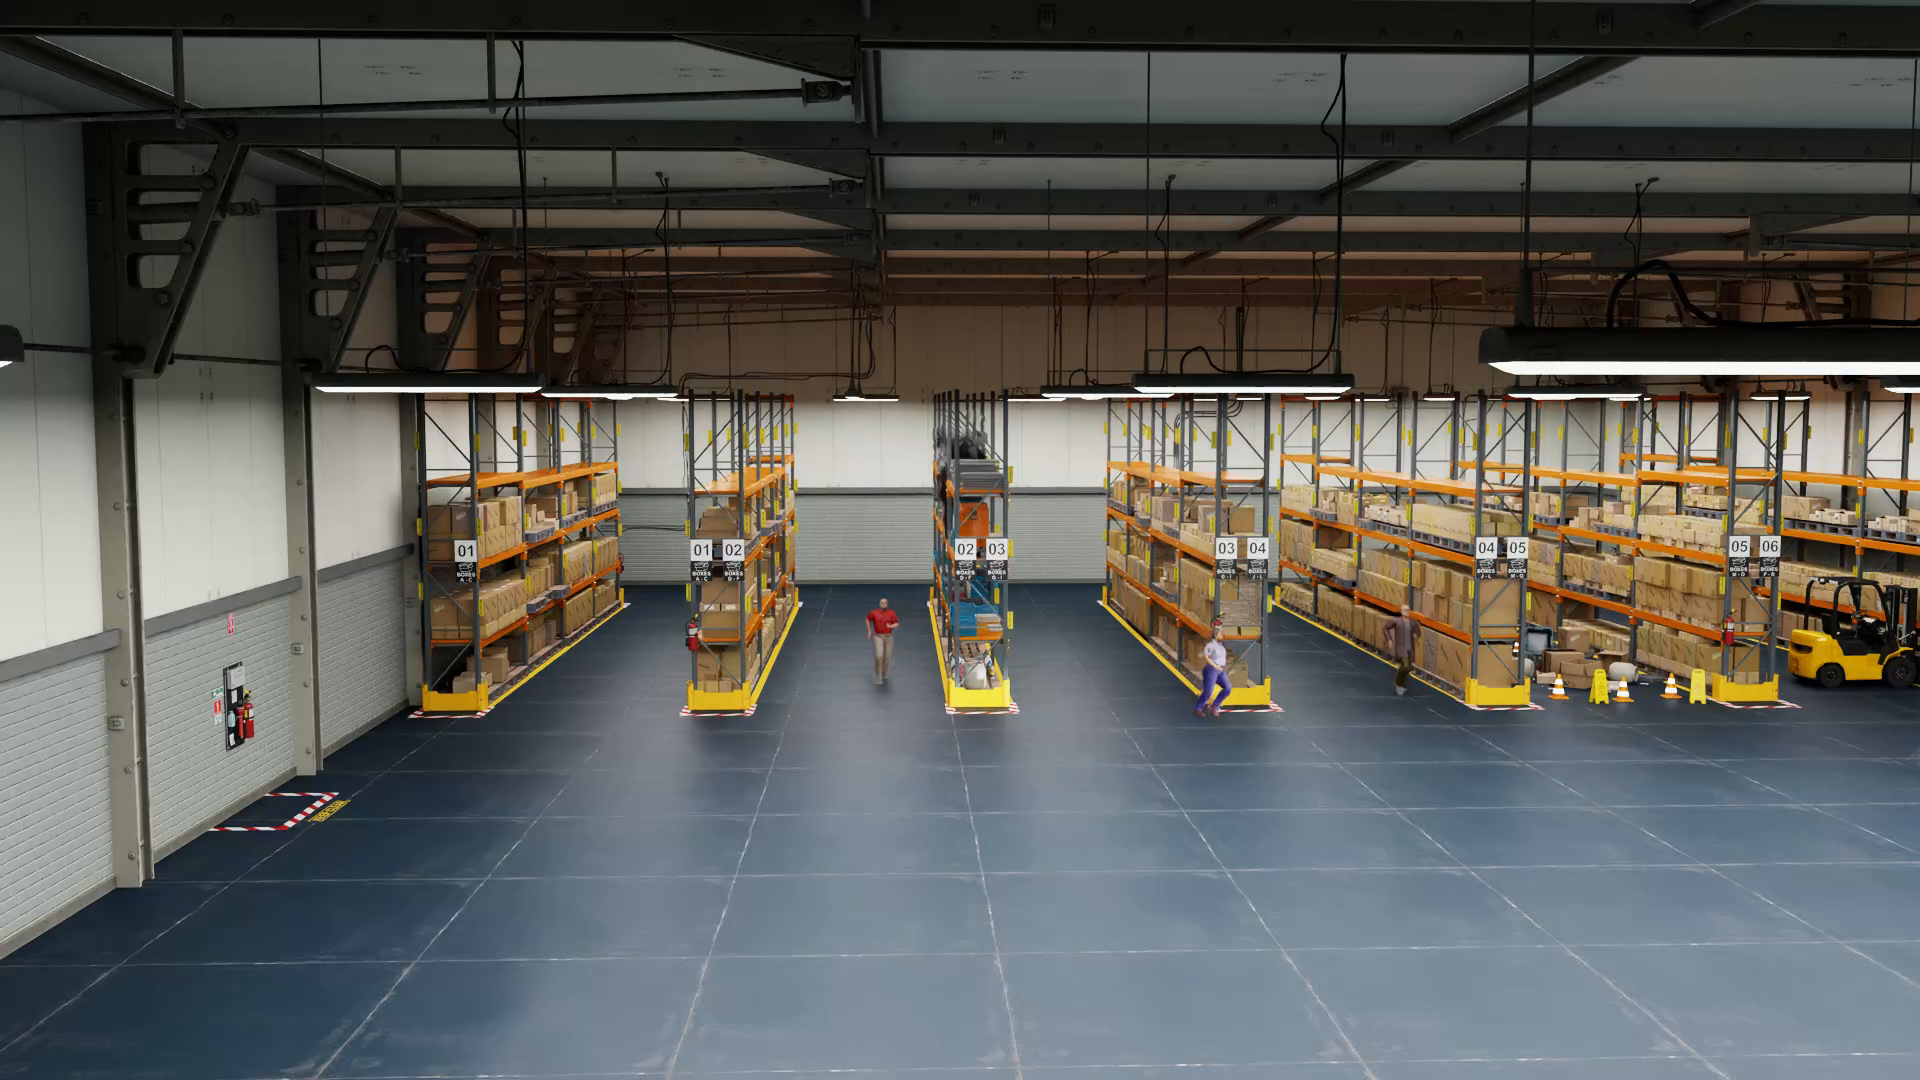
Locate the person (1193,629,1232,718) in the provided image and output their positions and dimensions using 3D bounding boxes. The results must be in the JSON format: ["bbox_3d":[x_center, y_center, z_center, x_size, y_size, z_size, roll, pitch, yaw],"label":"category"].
[{"bbox_3d":[4.693,2.447,30.531,0.634,1.619,0.677,5,7,44],"label":"person"}]

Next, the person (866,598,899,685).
[{"bbox_3d":[-1.577,2.087,34.202,0.631,1.798,0.768,-1,5,-13],"label":"person"}]

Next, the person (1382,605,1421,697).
[{"bbox_3d":[8.742,2.175,32.711,0.667,1.800,0.768,-1,5,-14],"label":"person"}]
